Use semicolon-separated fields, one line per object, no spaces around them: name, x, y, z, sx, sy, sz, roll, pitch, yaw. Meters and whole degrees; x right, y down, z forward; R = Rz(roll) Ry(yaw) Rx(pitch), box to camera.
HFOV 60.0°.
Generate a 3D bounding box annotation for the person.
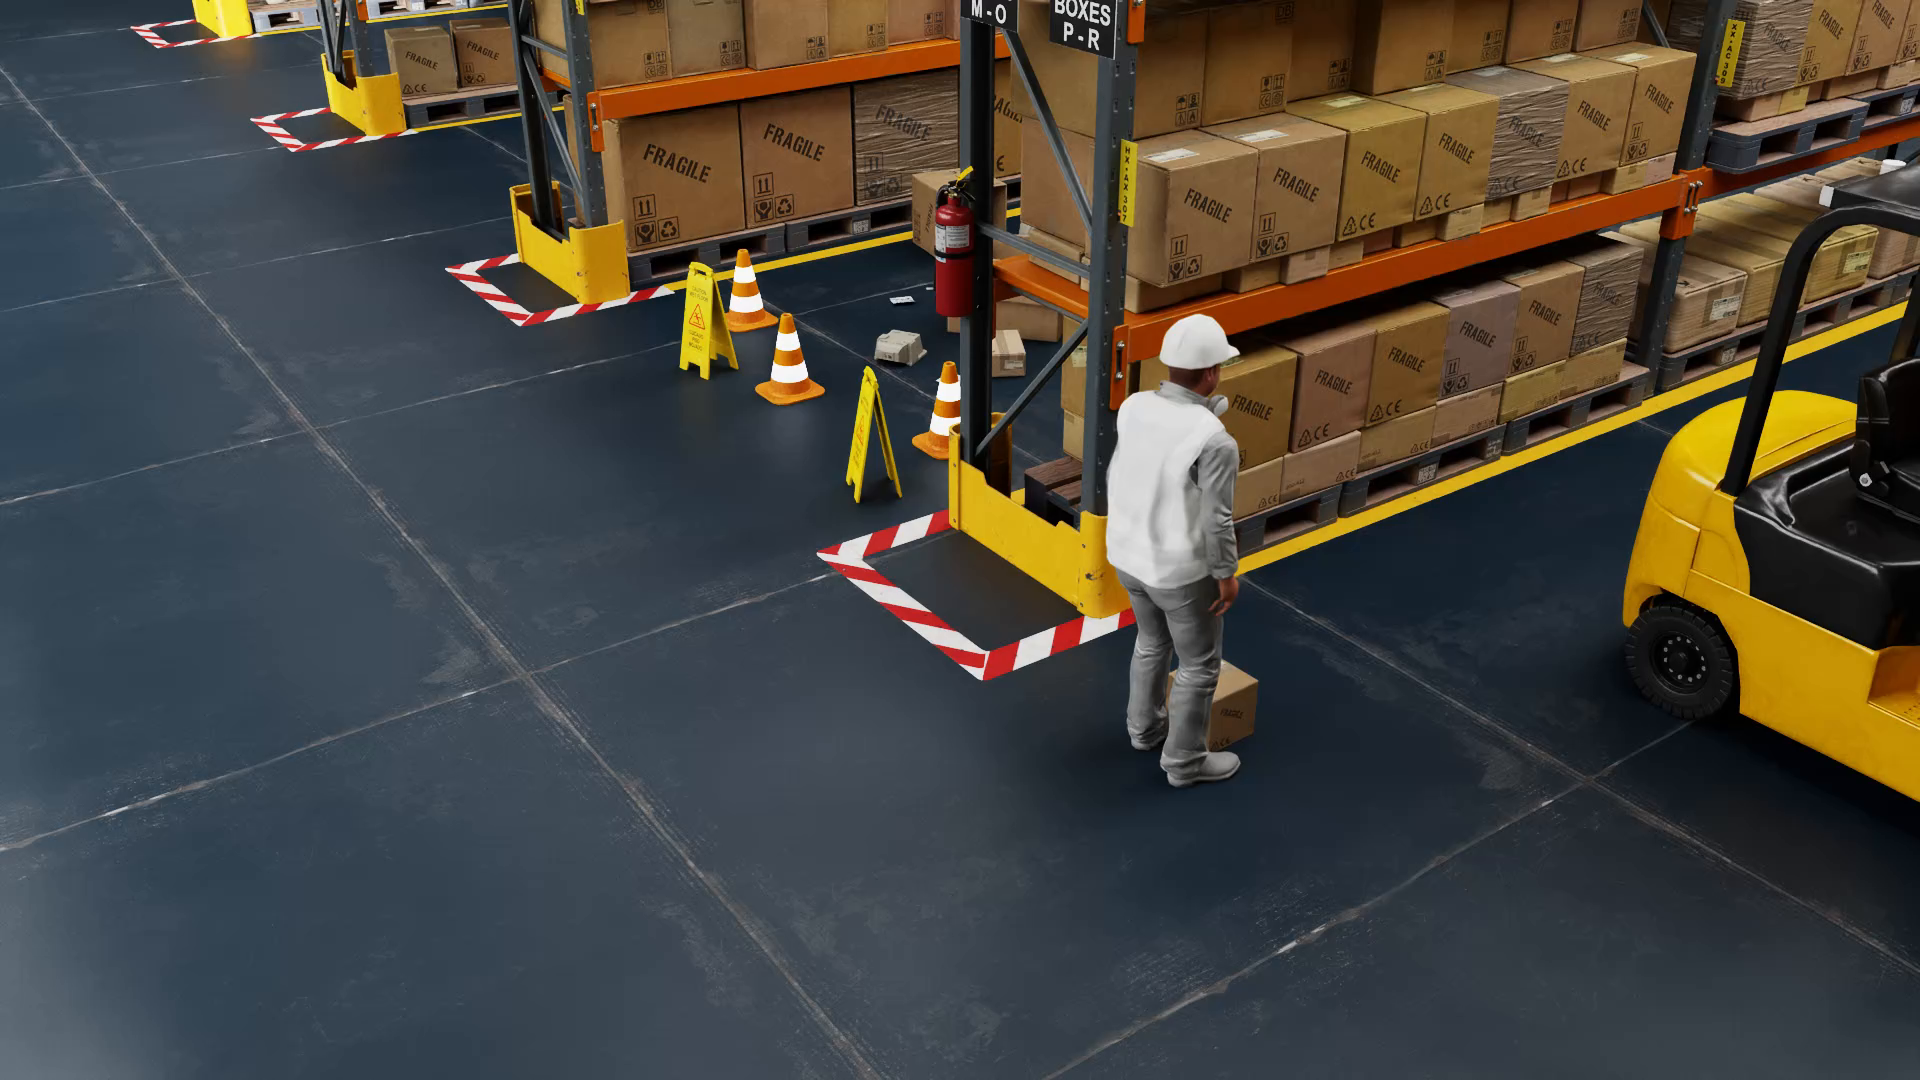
person;0.774;0.047;6.011;0.475;1.769;0.579;-20;34;-33
